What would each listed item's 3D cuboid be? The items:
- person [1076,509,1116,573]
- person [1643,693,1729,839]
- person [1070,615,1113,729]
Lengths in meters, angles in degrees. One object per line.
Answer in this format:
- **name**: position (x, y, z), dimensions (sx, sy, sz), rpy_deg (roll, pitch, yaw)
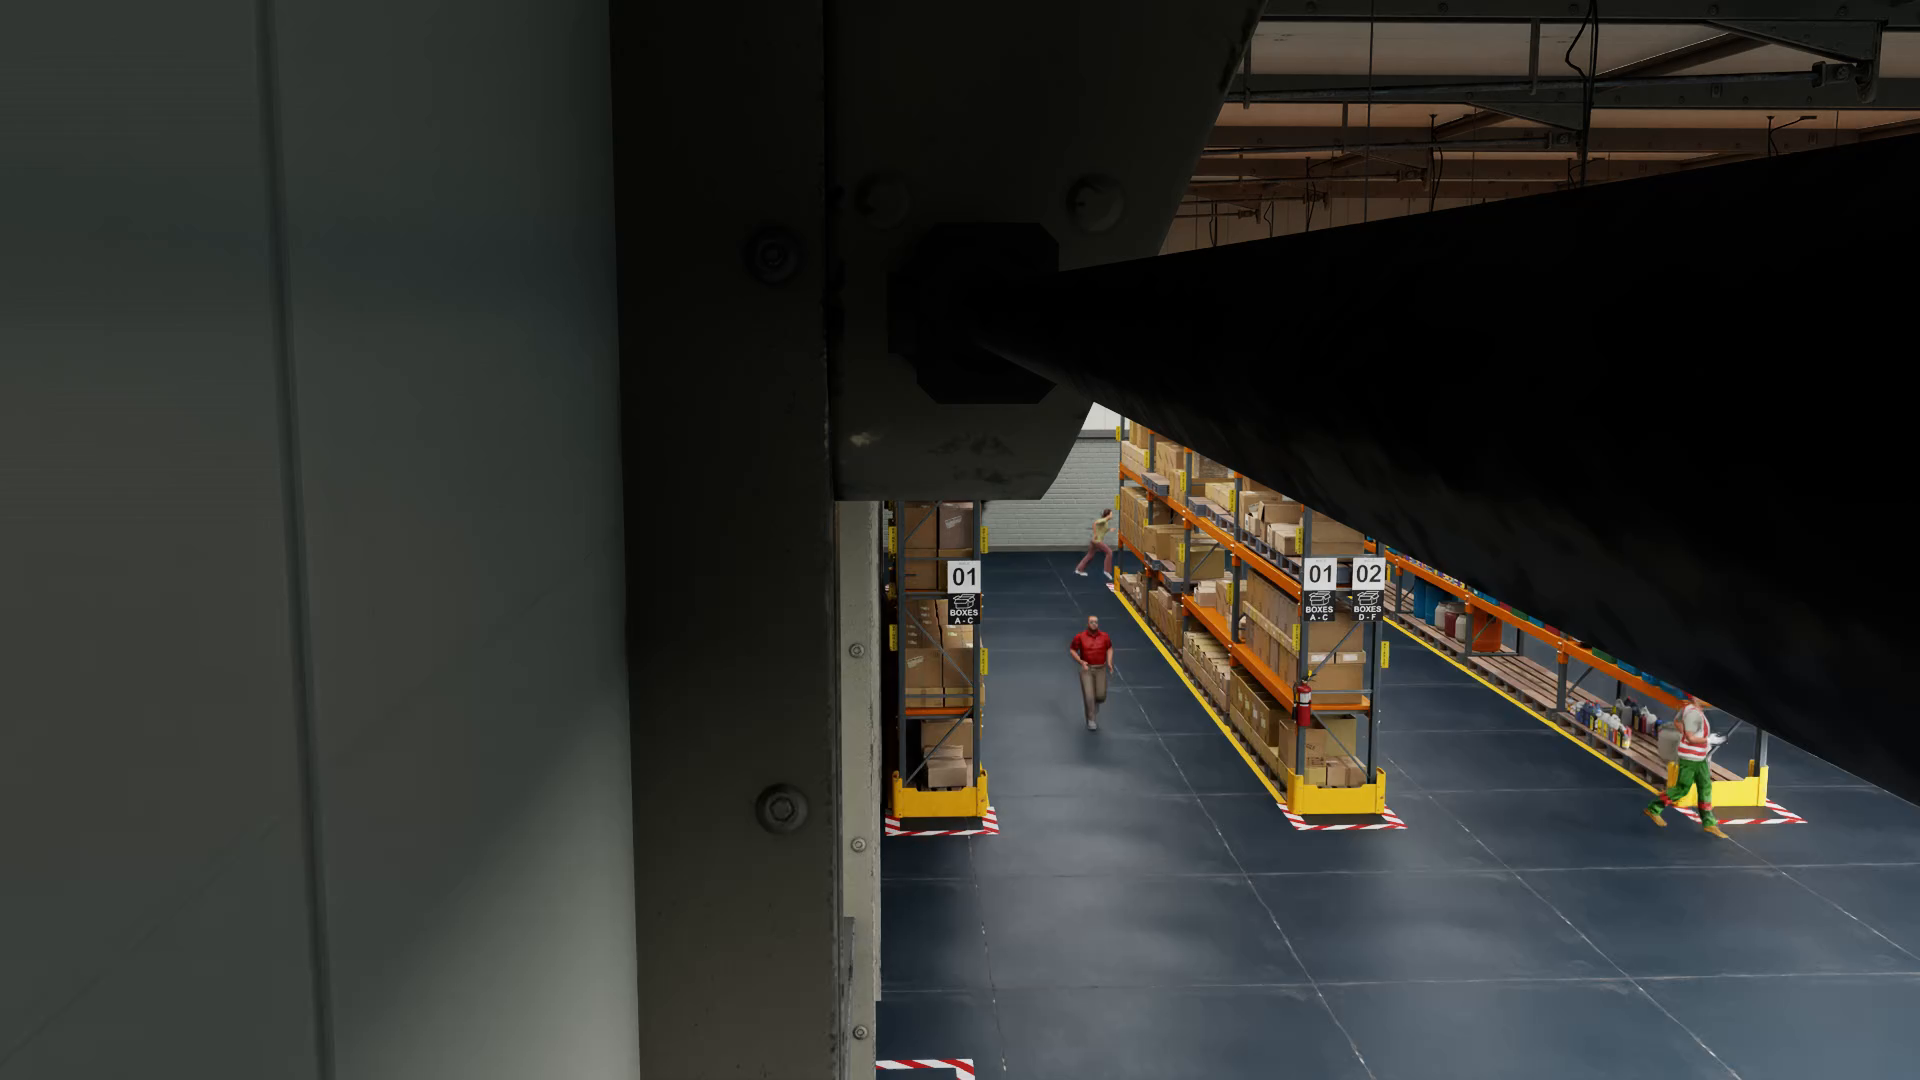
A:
- **person**: position (3.262, 0.022, 37.808), dimensions (0.544, 1.483, 0.603), rpy_deg (0, 8, 3)
- **person**: position (8.682, 2.606, 19.763), dimensions (0.946, 1.816, 0.662), rpy_deg (5, 9, 29)
- **person**: position (1.968, 1.952, 24.807), dimensions (0.665, 1.688, 0.603), rpy_deg (-1, 8, -8)
